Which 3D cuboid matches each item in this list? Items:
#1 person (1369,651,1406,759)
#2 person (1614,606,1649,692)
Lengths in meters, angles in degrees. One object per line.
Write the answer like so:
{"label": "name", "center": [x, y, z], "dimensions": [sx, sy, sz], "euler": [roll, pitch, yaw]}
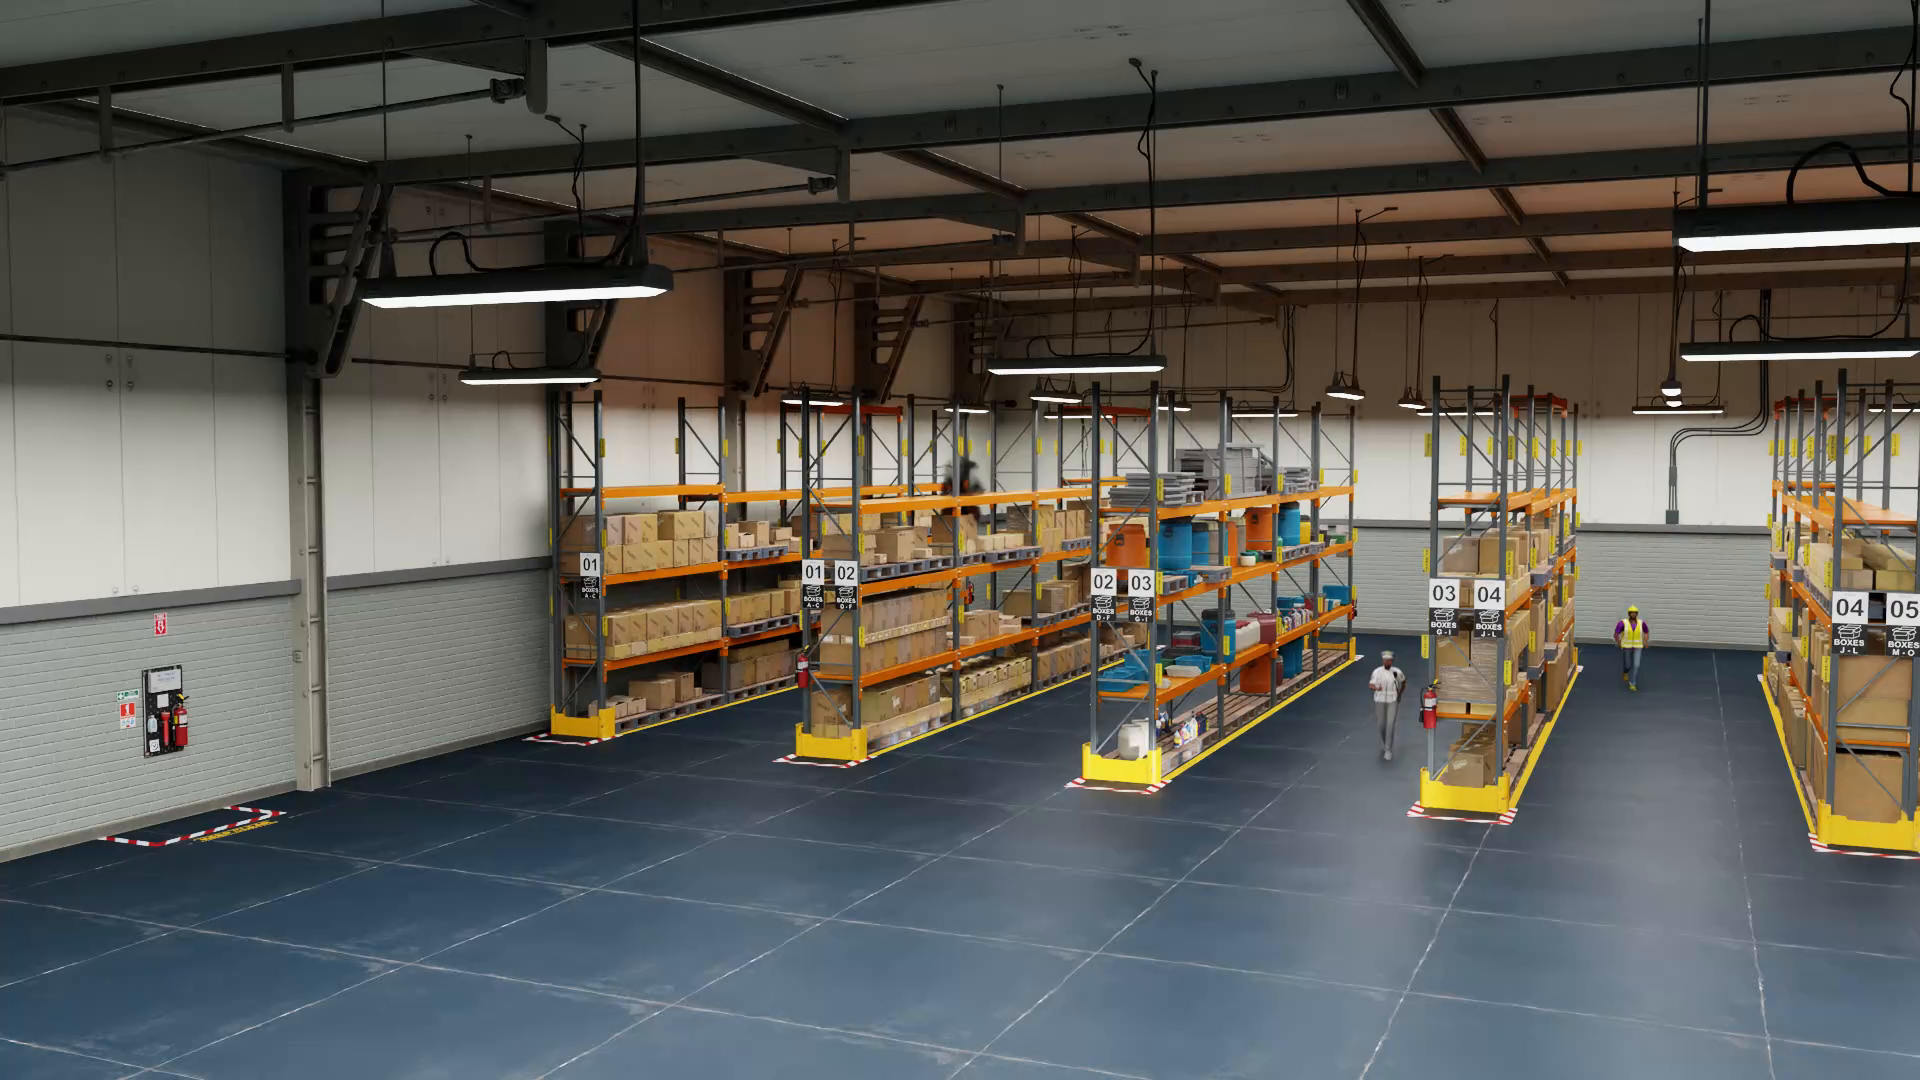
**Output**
{"label": "person", "center": [6.923, 2.639, 26.963], "dimensions": [0.581, 1.699, 0.876], "euler": [1, 3, 18]}
{"label": "person", "center": [13.947, 2.240, 34.507], "dimensions": [0.697, 1.740, 0.791], "euler": [1, 3, 14]}
